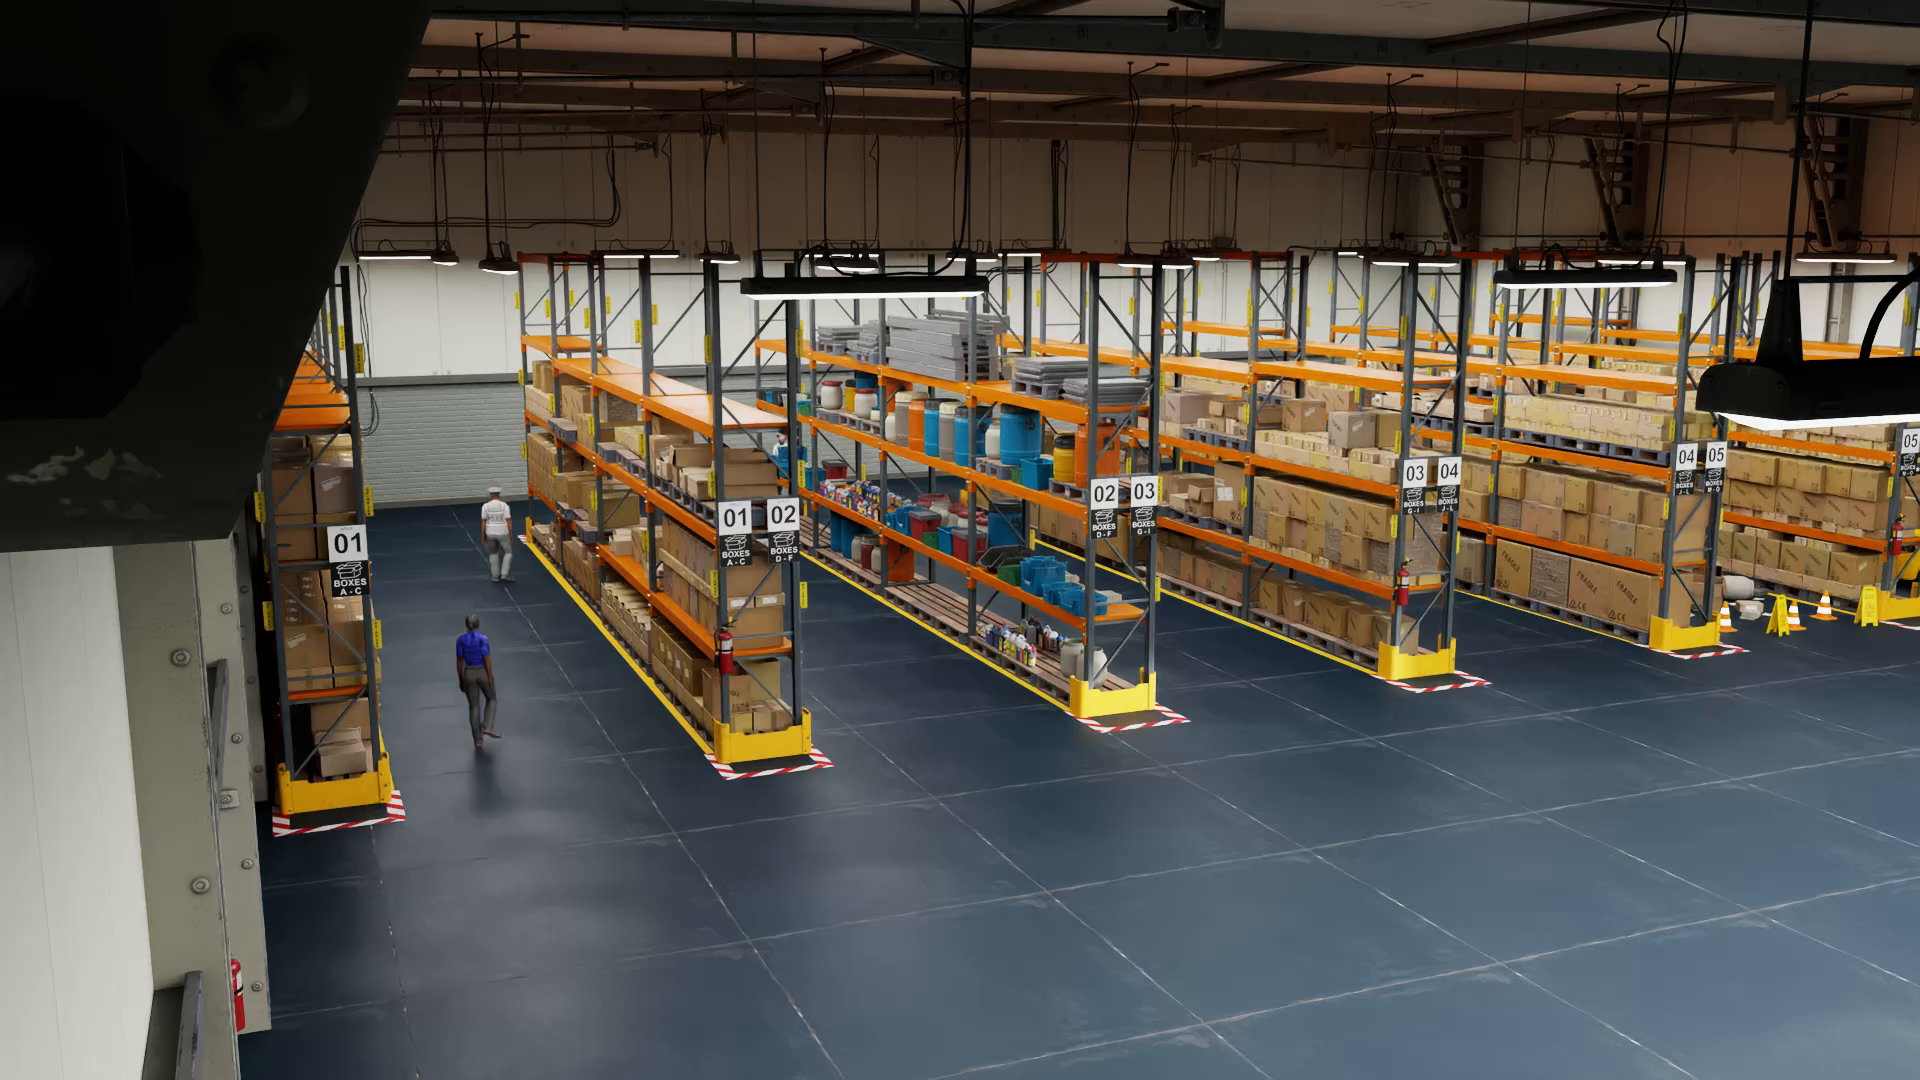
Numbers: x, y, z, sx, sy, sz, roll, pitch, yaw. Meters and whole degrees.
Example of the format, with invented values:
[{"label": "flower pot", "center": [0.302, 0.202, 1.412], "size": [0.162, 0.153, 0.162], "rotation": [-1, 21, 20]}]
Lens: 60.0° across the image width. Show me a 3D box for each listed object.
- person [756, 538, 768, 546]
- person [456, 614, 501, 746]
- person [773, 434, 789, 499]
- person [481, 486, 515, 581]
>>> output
[{"label": "person", "center": [-3.433, 0.281, 28.545], "size": [0.665, 1.752, 0.984], "rotation": [-3, 11, -14]}, {"label": "person", "center": [-6.056, 1.749, 20.876], "size": [0.499, 1.639, 0.443], "rotation": [-2, 11, -10]}, {"label": "person", "center": [-4.290, -1.777, 40.107], "size": [0.451, 1.600, 1.074], "rotation": [2, 11, 13]}, {"label": "person", "center": [-8.542, -0.098, 30.710], "size": [0.576, 1.757, 0.533], "rotation": [0, 10, 1]}]
